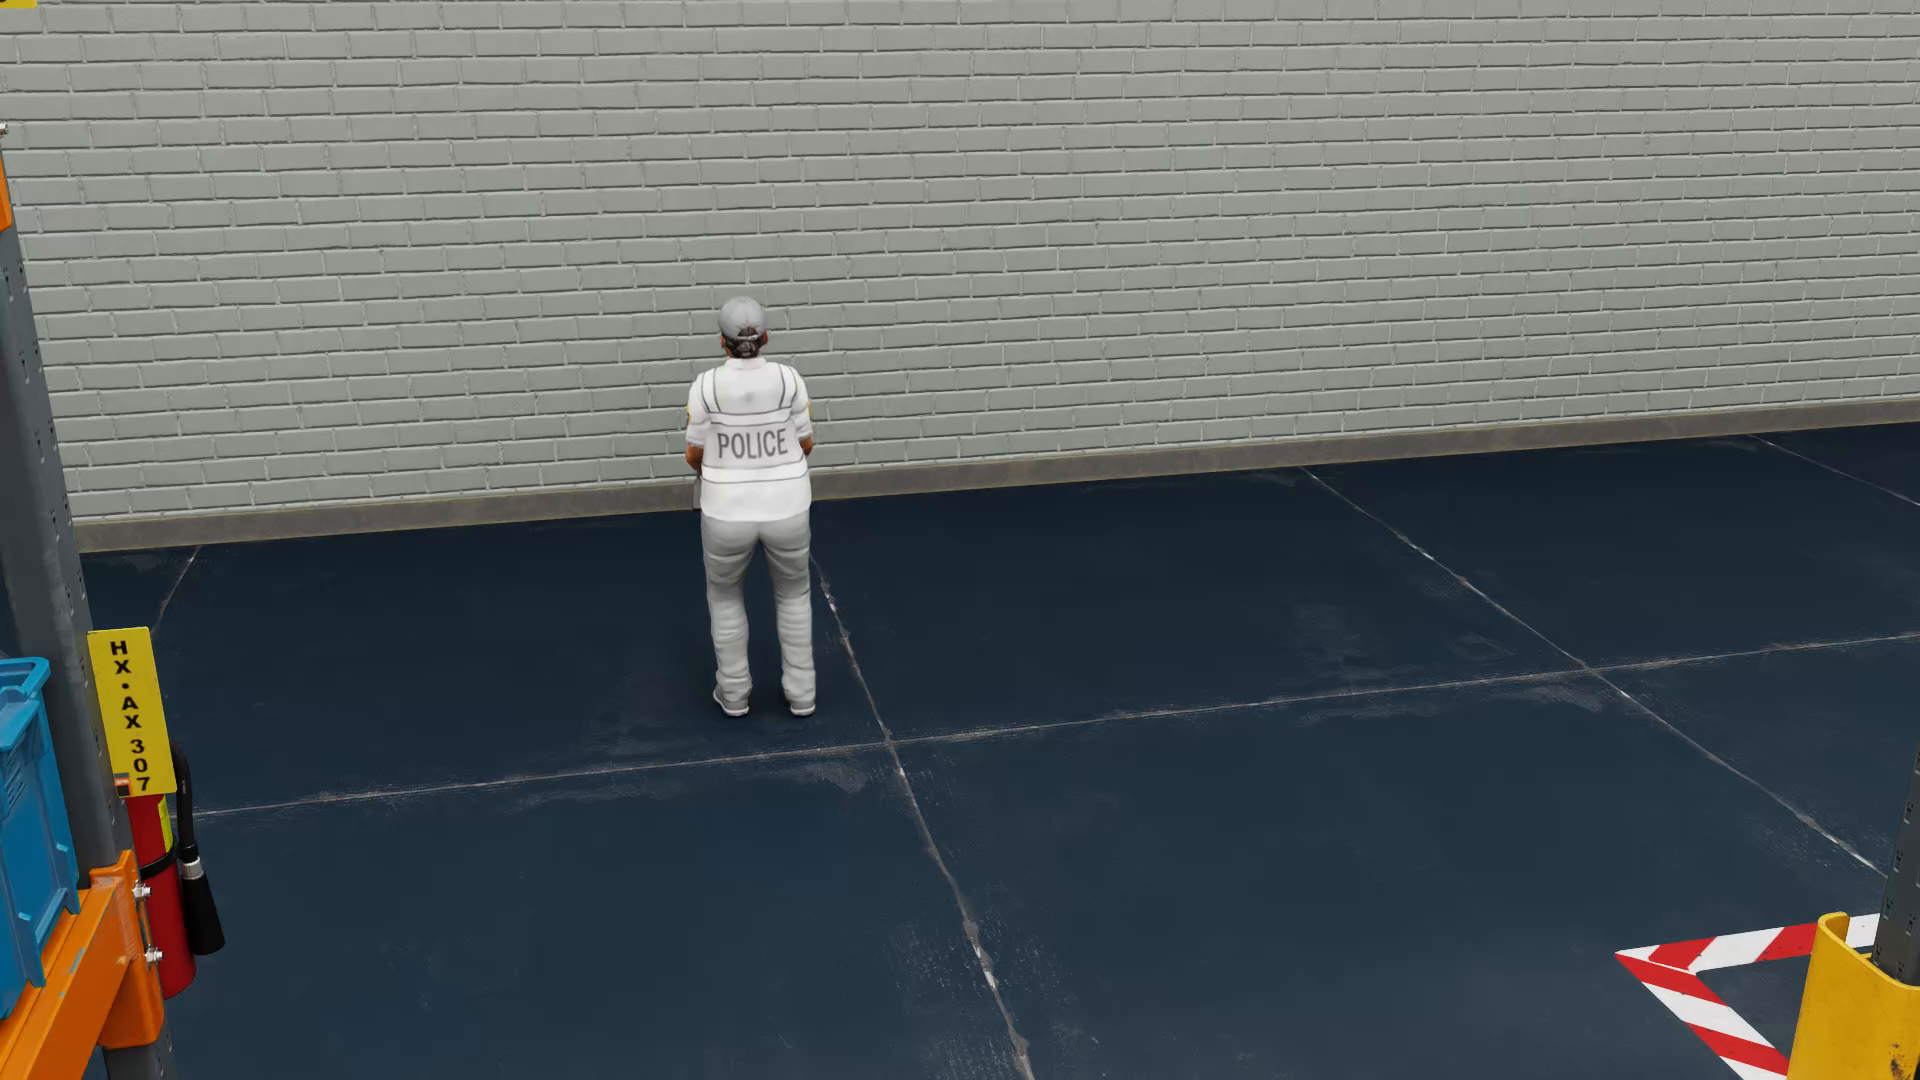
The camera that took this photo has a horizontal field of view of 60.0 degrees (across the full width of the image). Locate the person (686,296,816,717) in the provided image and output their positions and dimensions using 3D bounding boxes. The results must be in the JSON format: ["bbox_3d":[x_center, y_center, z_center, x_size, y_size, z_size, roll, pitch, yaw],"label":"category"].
[{"bbox_3d":[-0.804,-0.123,6.401,0.480,1.668,0.523,-5,20,-13],"label":"person"}]
